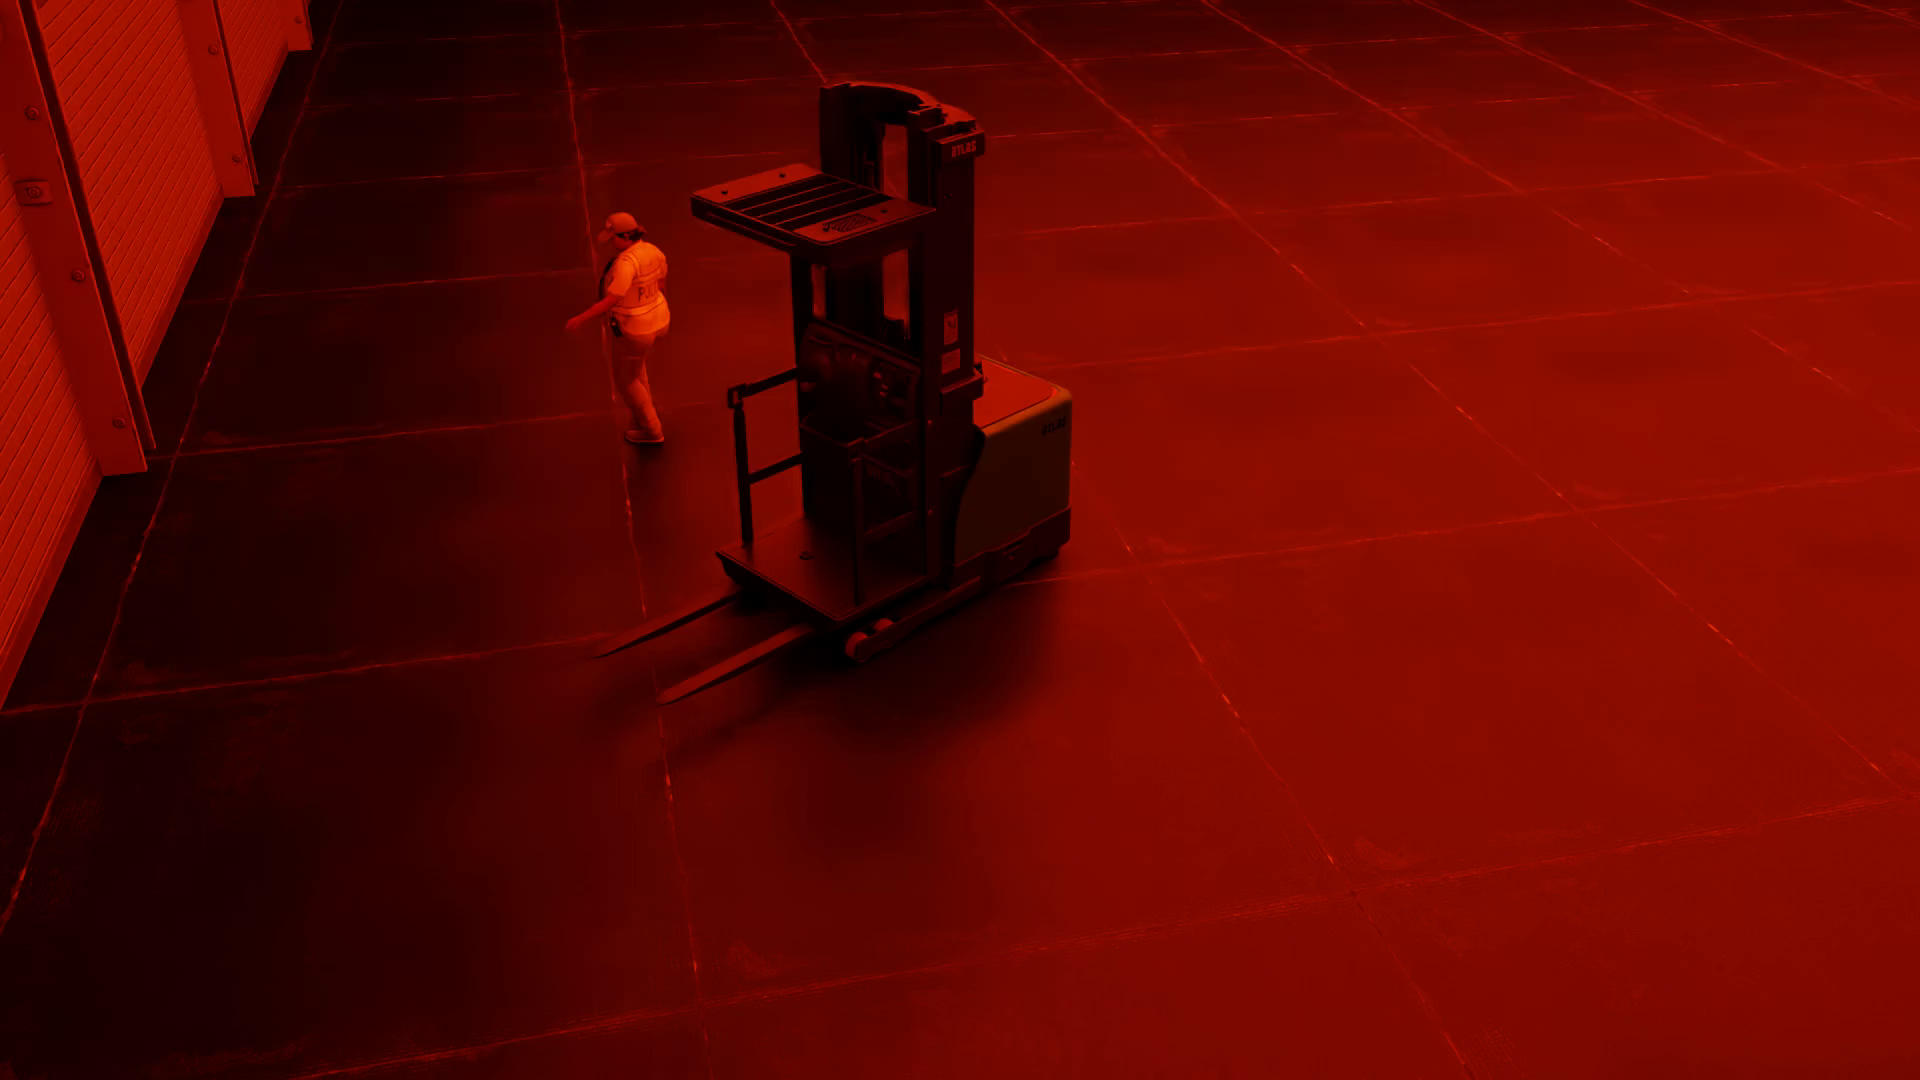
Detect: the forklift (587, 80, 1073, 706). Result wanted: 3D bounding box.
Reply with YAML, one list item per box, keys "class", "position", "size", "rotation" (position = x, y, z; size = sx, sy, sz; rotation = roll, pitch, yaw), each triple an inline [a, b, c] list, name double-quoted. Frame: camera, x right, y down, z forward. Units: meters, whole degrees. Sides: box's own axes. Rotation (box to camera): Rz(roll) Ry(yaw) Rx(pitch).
- class: "forklift"
  position: [-0.711, -0.876, 9.088]
  size: [3.031, 2.935, 1.130]
  rotation: [-27, 39, -38]

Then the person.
- class: "person"
  position: [-2.257, -1.439, 11.413]
  size: [0.517, 1.693, 0.880]
  rotation: [13, 32, 21]
